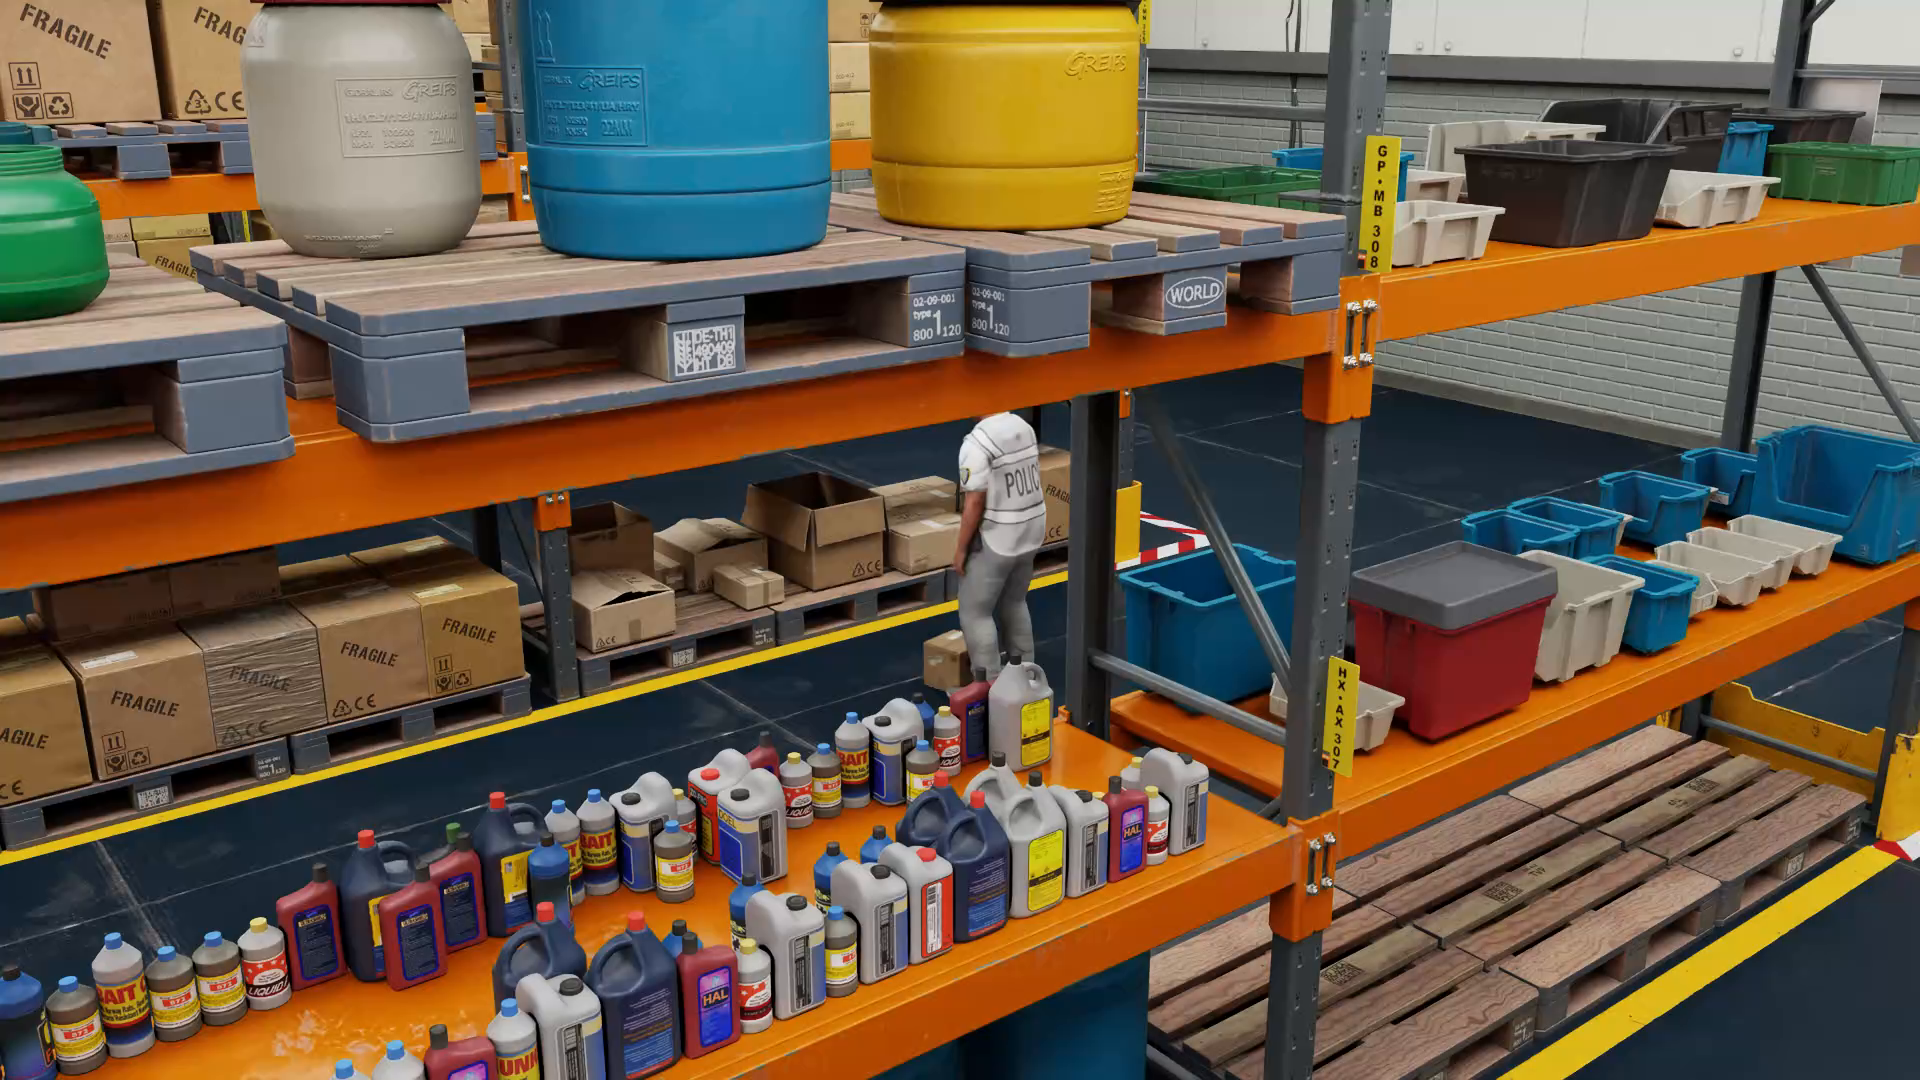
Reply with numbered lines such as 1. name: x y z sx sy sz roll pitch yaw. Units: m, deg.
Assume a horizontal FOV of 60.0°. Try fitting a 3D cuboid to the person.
1. person: 0.197 -0.001 8.542 0.434 1.748 0.580 14 22 38
